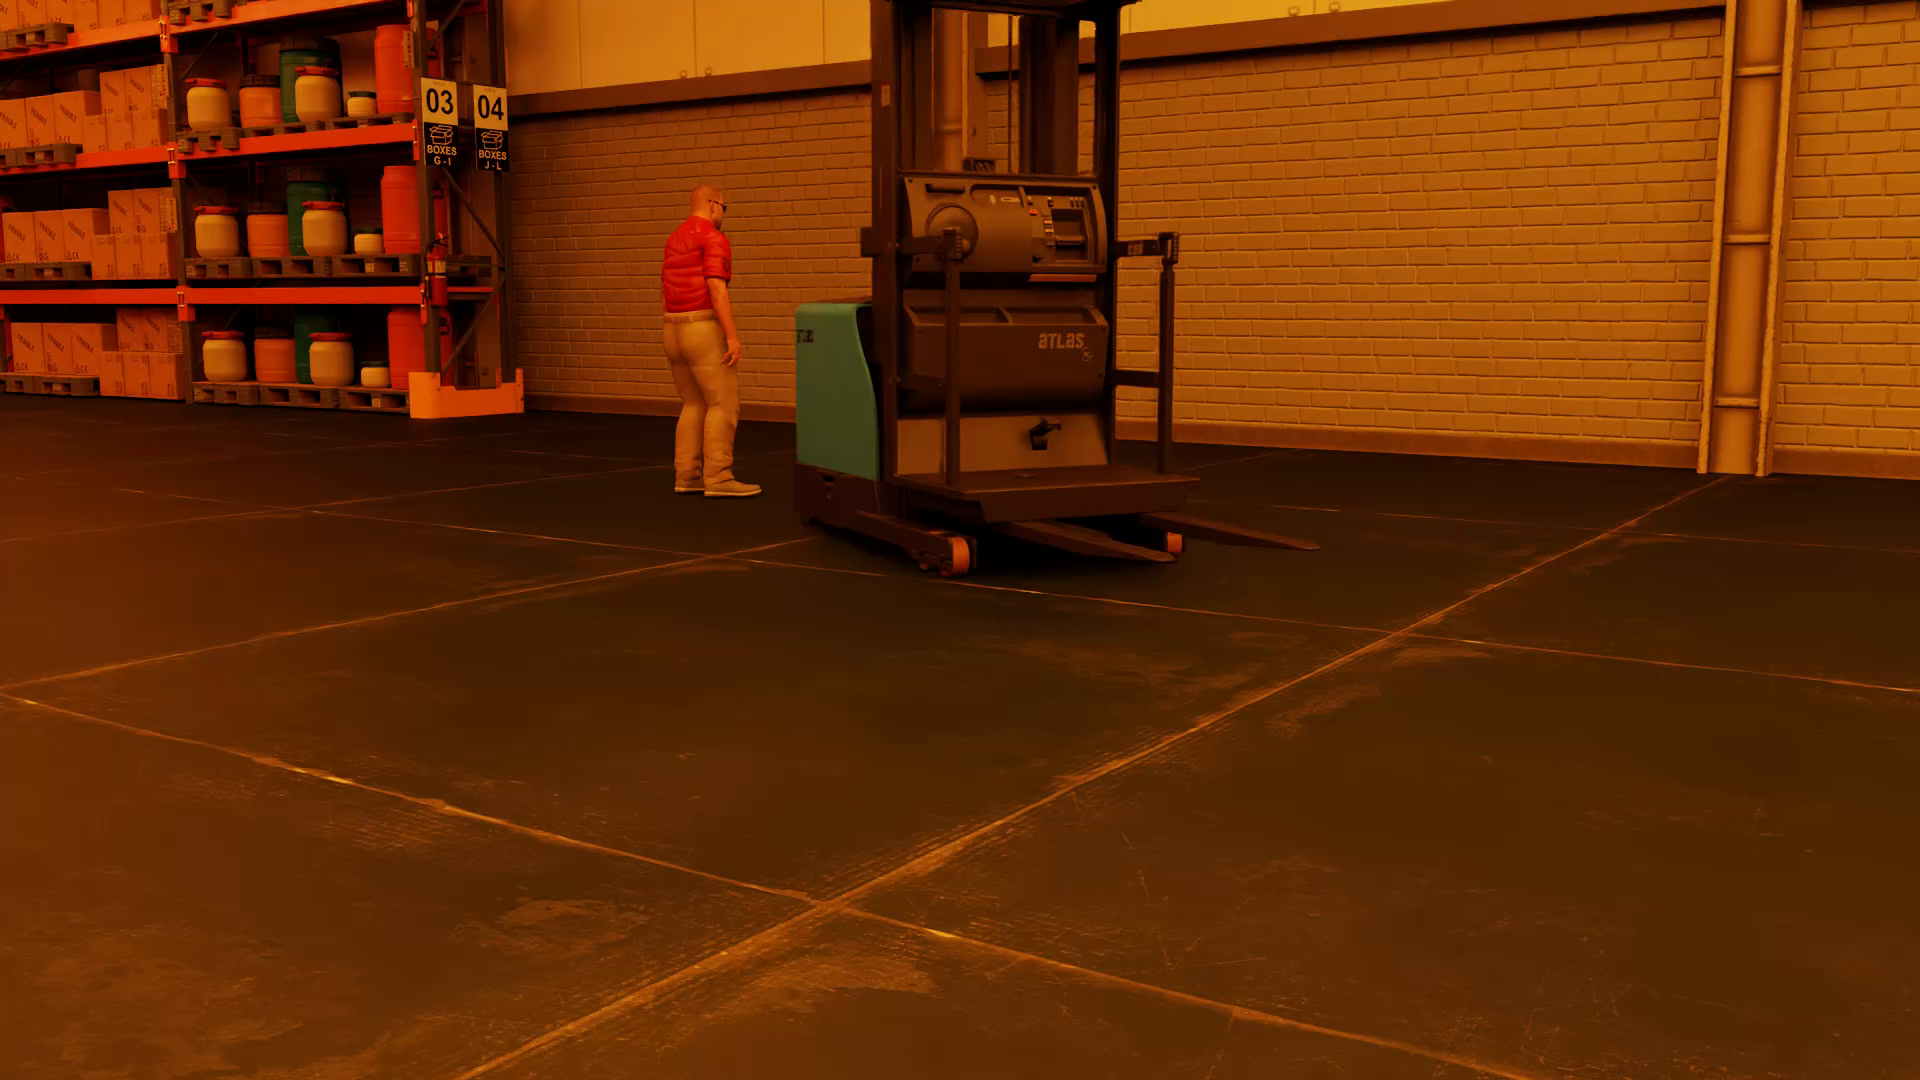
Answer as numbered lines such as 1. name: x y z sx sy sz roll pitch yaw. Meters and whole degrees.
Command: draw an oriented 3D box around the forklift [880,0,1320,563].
1. forklift: 0.334 -1.333 6.790 1.101 2.867 2.884 -4 9 -26
